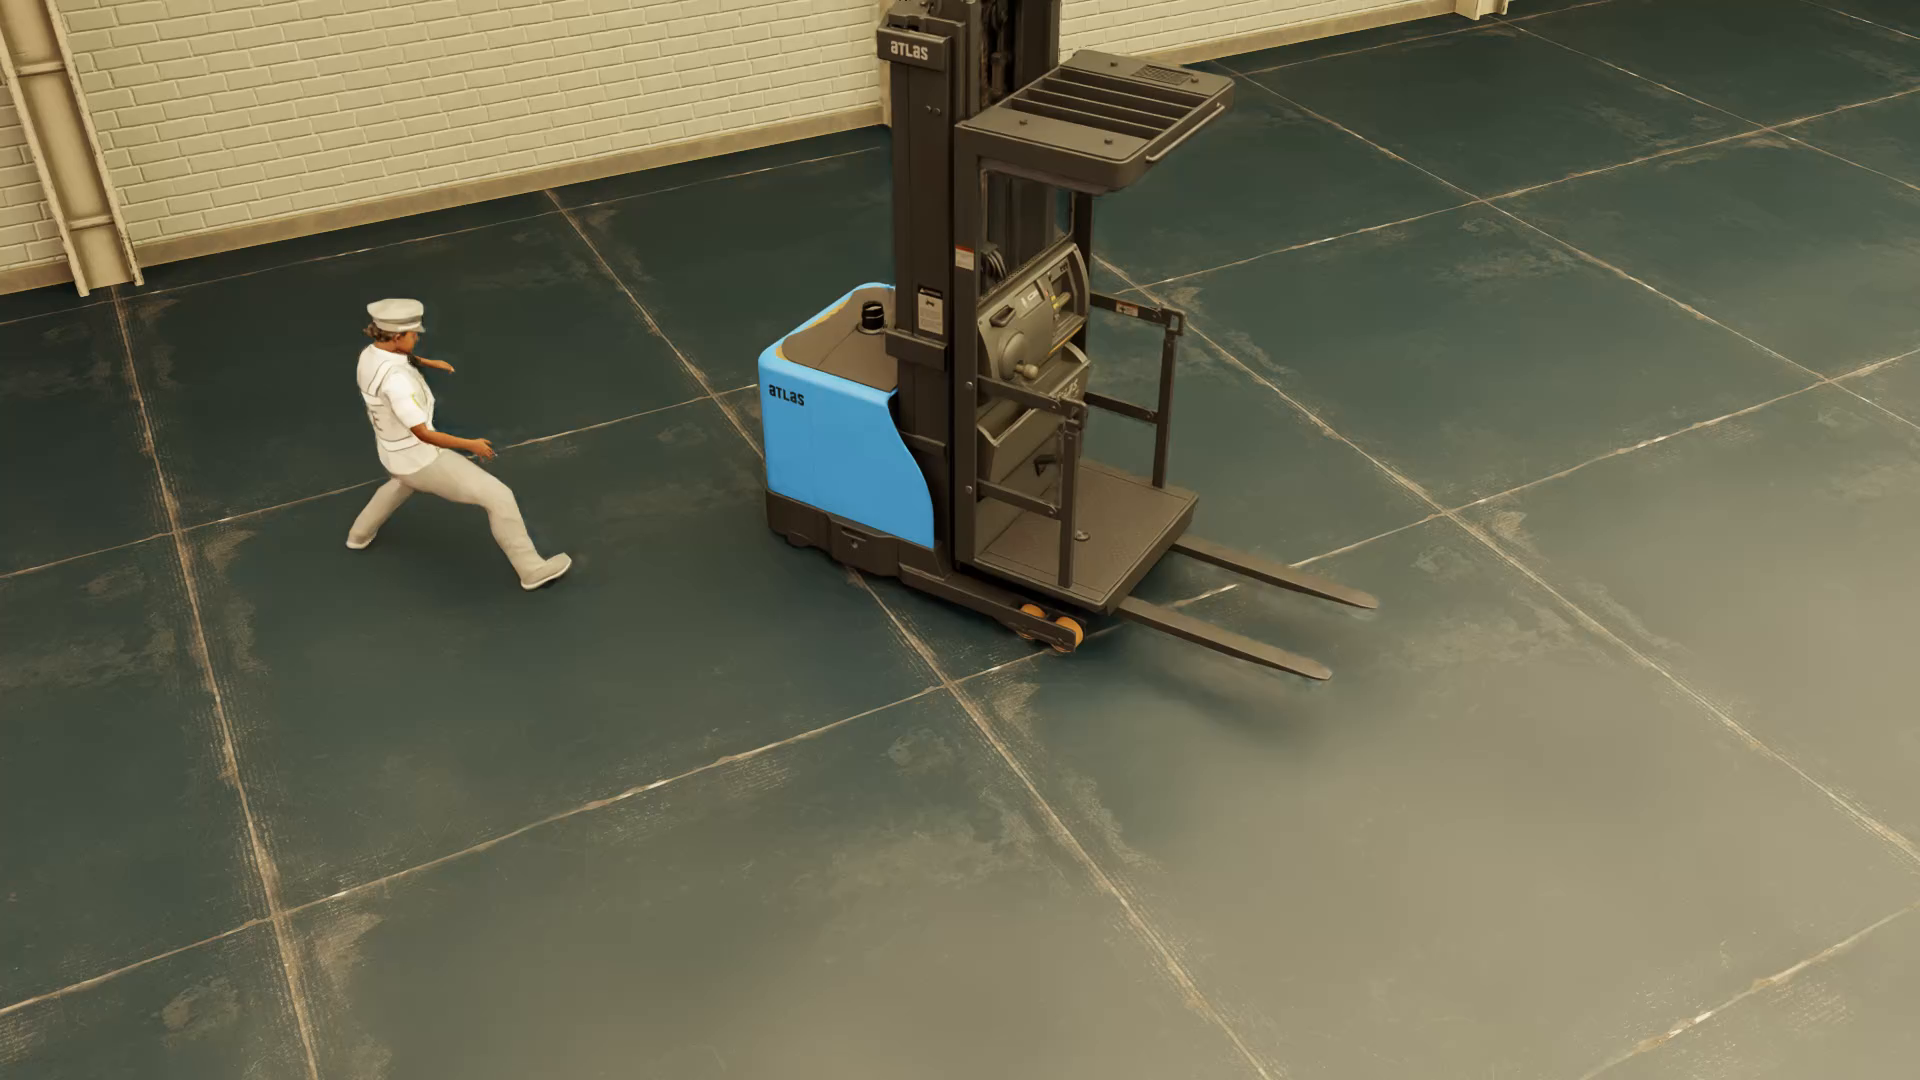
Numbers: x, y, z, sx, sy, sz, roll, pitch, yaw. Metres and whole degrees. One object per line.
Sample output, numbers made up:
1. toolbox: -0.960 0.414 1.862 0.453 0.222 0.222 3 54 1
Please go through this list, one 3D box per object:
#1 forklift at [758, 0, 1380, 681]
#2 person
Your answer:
1. forklift: 0.521 -1.013 7.556 3.031 2.935 1.130 19 40 25
2. person: -2.581 -0.506 8.133 0.930 1.509 1.023 -20 40 -25
